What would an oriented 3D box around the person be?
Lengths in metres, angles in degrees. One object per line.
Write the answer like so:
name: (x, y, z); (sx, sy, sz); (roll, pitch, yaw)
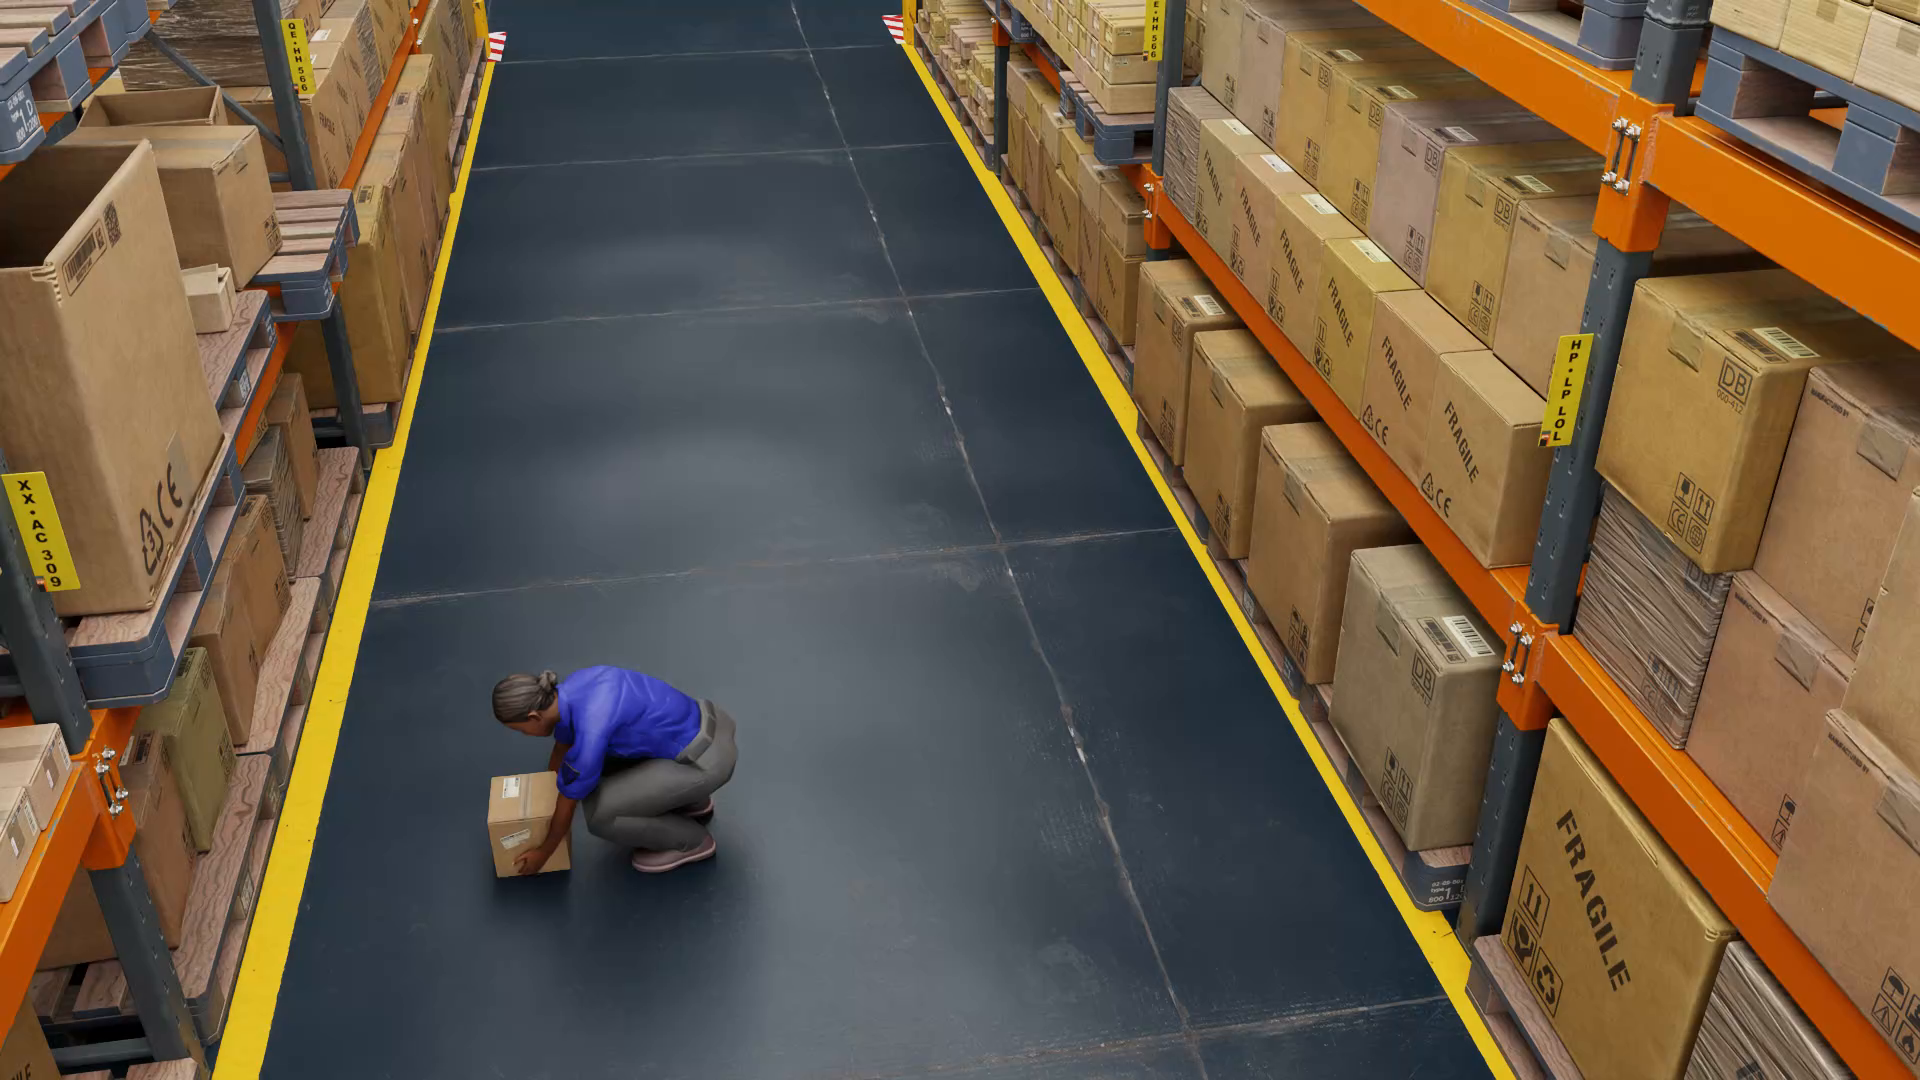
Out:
person: (-1.173, 0.744, 5.747); (0.813, 0.810, 0.480); (-5, 31, -9)
